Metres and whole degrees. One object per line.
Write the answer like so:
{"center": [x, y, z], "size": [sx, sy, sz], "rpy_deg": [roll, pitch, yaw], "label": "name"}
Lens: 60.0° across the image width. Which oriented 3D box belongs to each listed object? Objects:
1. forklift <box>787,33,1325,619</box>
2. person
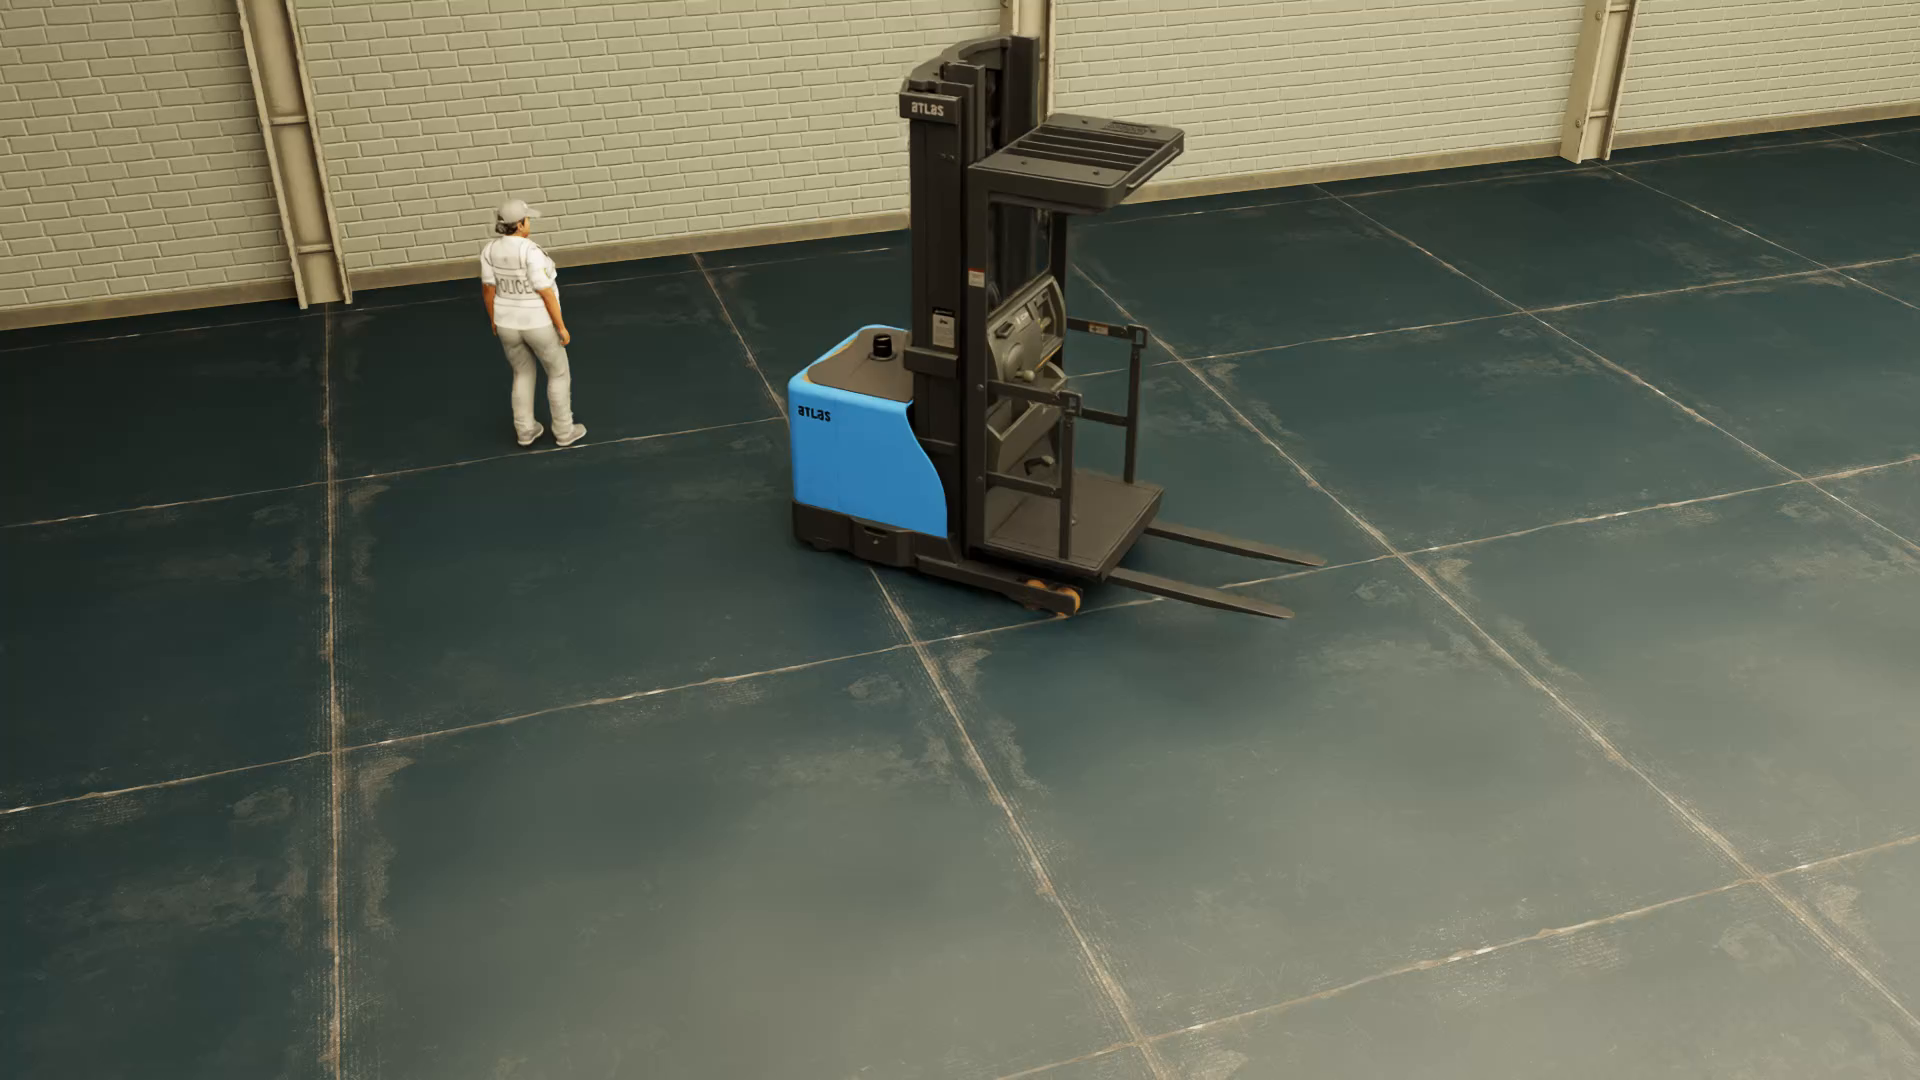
{"center": [0.552, -1.140, 9.067], "size": [3.031, 2.935, 1.130], "rpy_deg": [14, 33, 22], "label": "forklift"}
{"center": [-2.782, -1.400, 10.796], "size": [0.563, 1.666, 0.408], "rpy_deg": [8, 31, 14], "label": "person"}
